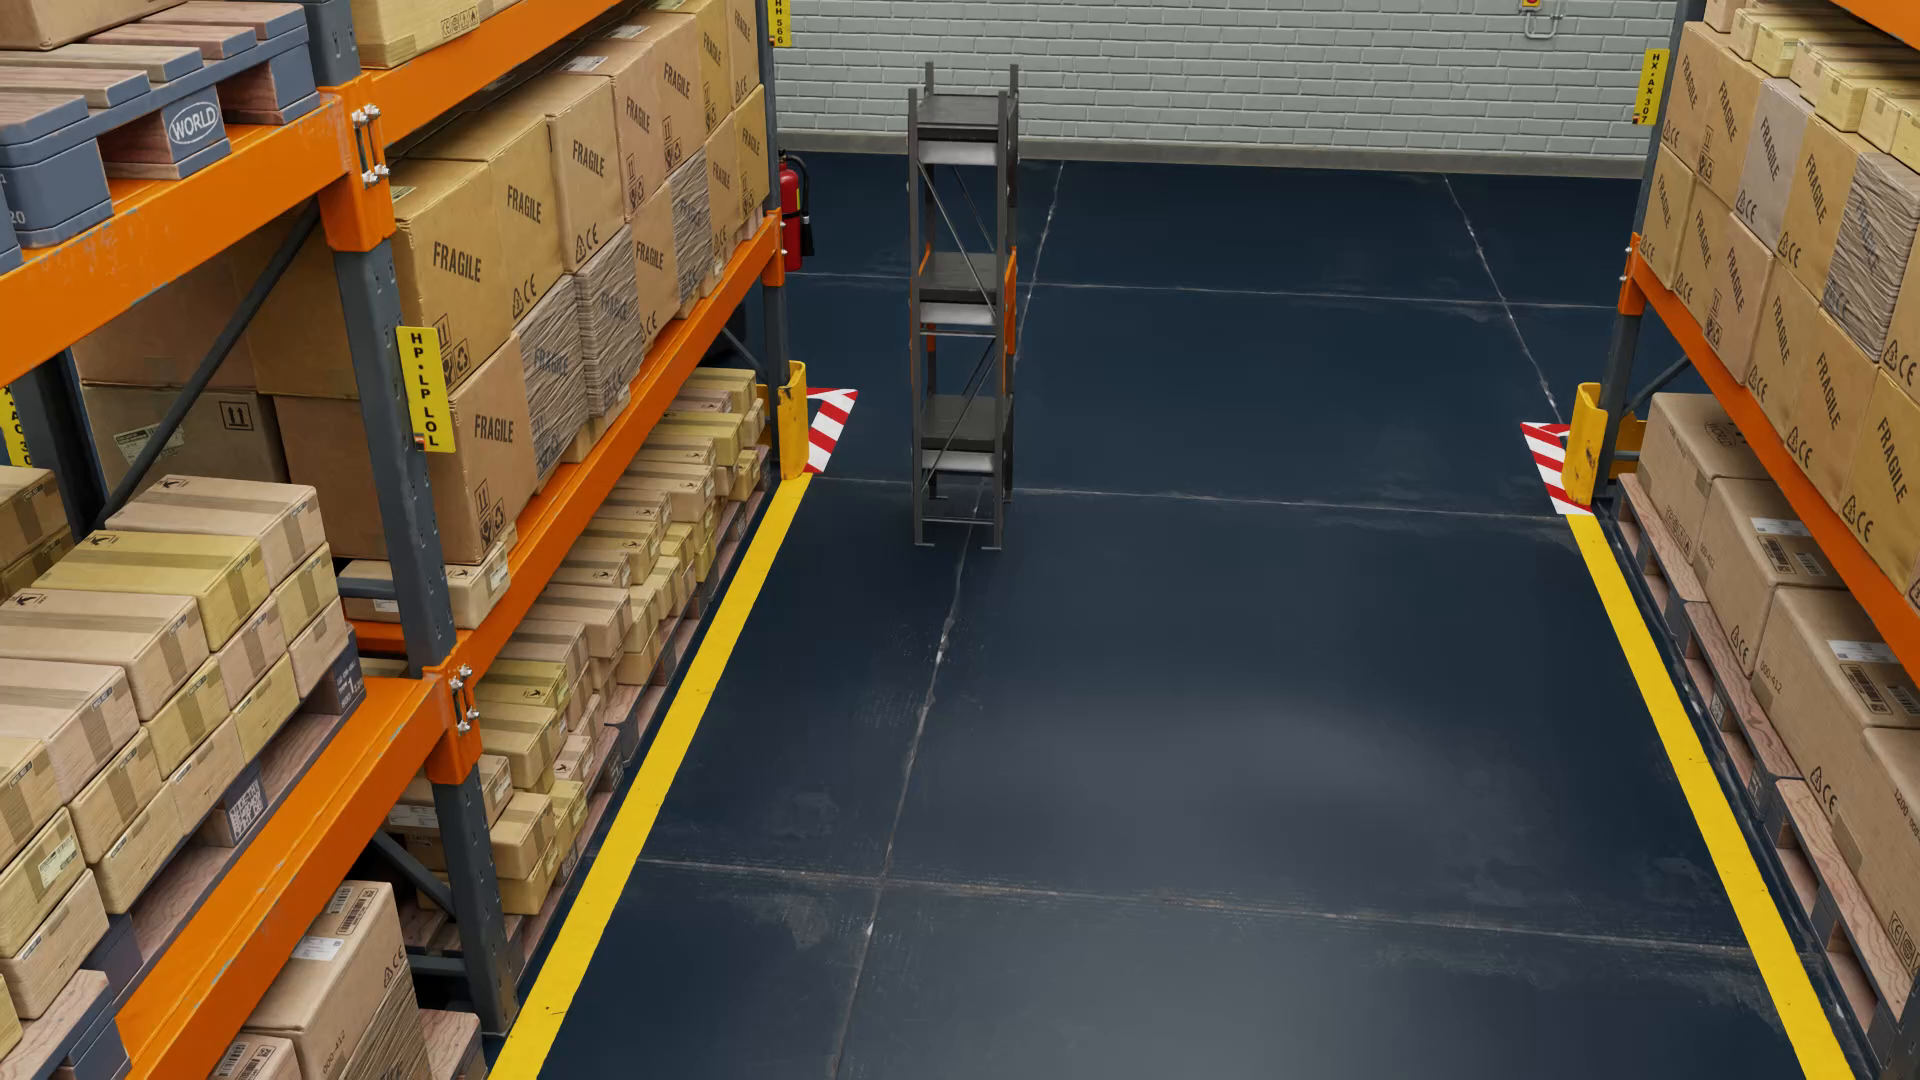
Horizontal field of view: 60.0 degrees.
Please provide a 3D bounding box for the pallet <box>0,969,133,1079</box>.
[{"bbox_3d":[-2.136,1.149,2.656,1.003,0.211,1.213,3,28,6],"label":"pallet"}]

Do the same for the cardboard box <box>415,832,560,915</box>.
[{"bbox_3d":[-1.485,1.034,5.232,0.380,0.149,0.250,2,28,4],"label":"cardboard box"}]

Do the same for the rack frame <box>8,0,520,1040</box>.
[{"bbox_3d":[-1.848,0.116,4.372,1.000,3.000,0.127,3,28,6],"label":"rack frame"}]

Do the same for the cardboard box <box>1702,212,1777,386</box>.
[{"bbox_3d":[3.109,-0.883,6.121,0.500,0.500,0.500,3,28,6],"label":"cardboard box"}]

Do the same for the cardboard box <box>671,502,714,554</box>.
[{"bbox_3d":[-1.252,-0.073,6.973,0.380,0.149,0.250,4,29,7],"label":"cardboard box"}]

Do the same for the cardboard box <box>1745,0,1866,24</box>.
[{"bbox_3d":[3.287,-2.018,6.489,0.380,0.149,0.250,4,29,7],"label":"cardboard box"}]

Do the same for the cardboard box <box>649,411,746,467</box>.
[{"bbox_3d":[-1.165,-0.450,7.359,0.380,0.149,0.250,3,28,5],"label":"cardboard box"}]

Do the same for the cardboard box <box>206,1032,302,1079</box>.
[{"bbox_3d":[-1.765,1.308,3.562,0.500,0.250,0.500,5,29,9],"label":"cardboard box"}]

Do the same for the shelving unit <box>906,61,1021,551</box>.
[{"bbox_3d":[0.020,-1.002,7.397,0.431,2.100,0.503,3,28,6],"label":"shelving unit"}]

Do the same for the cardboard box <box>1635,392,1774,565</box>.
[{"bbox_3d":[3.585,-0.267,7.342,0.875,0.438,0.875,2,28,4],"label":"cardboard box"}]

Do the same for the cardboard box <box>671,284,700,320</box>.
[{"bbox_3d":[-1.271,-1.009,6.724,0.380,0.149,0.250,2,28,4],"label":"cardboard box"}]

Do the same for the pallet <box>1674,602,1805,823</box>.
[{"bbox_3d":[3.395,0.655,6.312,1.003,0.211,1.213,3,28,6],"label":"pallet"}]

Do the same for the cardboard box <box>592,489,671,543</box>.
[{"bbox_3d":[-1.380,-0.085,6.681,0.380,0.149,0.250,2,28,4],"label":"cardboard box"}]

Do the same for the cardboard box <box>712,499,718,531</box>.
[{"bbox_3d":[-1.282,-0.073,7.287,0.380,0.149,0.250,4,29,7],"label":"cardboard box"}]

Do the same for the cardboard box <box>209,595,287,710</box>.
[{"bbox_3d":[-1.732,0.234,3.662,0.380,0.149,0.250,4,29,7],"label":"cardboard box"}]

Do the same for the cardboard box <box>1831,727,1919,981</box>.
[{"bbox_3d":[3.260,1.010,4.971,0.875,0.438,0.875,3,28,5],"label":"cardboard box"}]

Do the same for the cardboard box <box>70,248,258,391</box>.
[{"bbox_3d":[-2.059,-0.736,4.480,0.500,0.500,0.500,2,28,4],"label":"cardboard box"}]

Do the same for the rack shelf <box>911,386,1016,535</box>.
[{"bbox_3d":[0.020,-0.374,7.735,0.431,0.518,0.480,3,28,6],"label":"rack shelf"}]

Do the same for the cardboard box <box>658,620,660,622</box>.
[{"bbox_3d":[-1.410,0.292,6.608,0.380,0.149,0.250,4,29,8],"label":"cardboard box"}]

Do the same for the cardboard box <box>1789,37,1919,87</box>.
[{"bbox_3d":[3.147,-1.651,5.808,0.380,0.149,0.250,4,29,7],"label":"cardboard box"}]

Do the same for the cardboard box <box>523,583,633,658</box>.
[{"bbox_3d":[-1.404,0.287,5.990,0.380,0.149,0.250,4,29,7],"label":"cardboard box"}]

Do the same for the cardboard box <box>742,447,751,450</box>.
[{"bbox_3d":[-1.216,-0.437,7.961,0.380,0.149,0.250,4,29,7],"label":"cardboard box"}]

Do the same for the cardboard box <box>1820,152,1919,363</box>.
[{"bbox_3d":[2.984,-0.845,4.996,0.500,0.500,0.500,4,29,7],"label":"cardboard box"}]

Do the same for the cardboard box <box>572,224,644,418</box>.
[{"bbox_3d":[-1.387,-0.746,5.552,0.500,0.500,0.500,3,28,5],"label":"cardboard box"}]

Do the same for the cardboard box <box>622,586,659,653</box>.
[{"bbox_3d":[-1.363,0.292,6.295,0.380,0.149,0.250,3,28,6],"label":"cardboard box"}]

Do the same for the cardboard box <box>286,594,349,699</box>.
[{"bbox_3d":[-1.700,0.240,3.963,0.380,0.149,0.250,3,28,5],"label":"cardboard box"}]

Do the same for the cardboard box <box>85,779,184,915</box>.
[{"bbox_3d":[-1.795,0.598,3.300,0.380,0.149,0.250,2,28,4],"label":"cardboard box"}]

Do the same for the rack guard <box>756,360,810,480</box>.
[{"bbox_3d":[-1.367,-0.631,8.393,1.175,0.500,0.348,3,28,6],"label":"rack guard"}]

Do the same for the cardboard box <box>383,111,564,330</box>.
[{"bbox_3d":[-1.503,-0.942,4.863,0.500,0.500,0.500,3,28,5],"label":"cardboard box"}]

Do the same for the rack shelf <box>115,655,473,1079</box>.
[{"bbox_3d":[-2.093,1.374,2.795,1.077,0.370,4.000,3,28,6],"label":"rack shelf"}]

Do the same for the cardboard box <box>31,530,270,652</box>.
[{"bbox_3d":[-1.736,0.107,3.584,0.380,0.149,0.250,3,28,5],"label":"cardboard box"}]

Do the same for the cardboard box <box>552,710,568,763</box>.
[{"bbox_3d":[-1.550,0.662,5.608,0.380,0.149,0.250,3,28,6],"label":"cardboard box"}]

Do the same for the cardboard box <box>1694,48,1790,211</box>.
[{"bbox_3d":[3.169,-1.558,6.319,0.500,0.500,0.500,3,28,5],"label":"cardboard box"}]

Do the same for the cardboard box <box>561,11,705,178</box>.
[{"bbox_3d":[-1.284,-1.668,6.211,0.500,0.500,0.500,5,29,9],"label":"cardboard box"}]

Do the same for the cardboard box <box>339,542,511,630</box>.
[{"bbox_3d":[-1.489,0.112,4.644,0.380,0.149,0.250,4,29,8],"label":"cardboard box"}]

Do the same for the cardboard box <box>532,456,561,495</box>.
[{"bbox_3d":[-1.511,-0.270,5.353,0.380,0.149,0.250,2,28,4],"label":"cardboard box"}]

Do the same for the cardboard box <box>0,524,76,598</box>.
[{"bbox_3d":[-2.353,0.070,3.967,0.380,0.149,0.250,4,29,7],"label":"cardboard box"}]

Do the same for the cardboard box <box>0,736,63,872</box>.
[{"bbox_3d":[-1.835,0.467,2.915,0.380,0.149,0.250,2,28,5],"label":"cardboard box"}]

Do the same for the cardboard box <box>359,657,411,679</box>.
[{"bbox_3d":[-2.048,0.502,5.592,0.380,0.149,0.250,3,28,6],"label":"cardboard box"}]

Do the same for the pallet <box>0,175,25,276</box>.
[{"bbox_3d":[-2.154,-0.349,2.270,1.213,0.211,1.003,3,28,6],"label":"pallet"}]

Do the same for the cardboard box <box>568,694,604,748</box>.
[{"bbox_3d":[-1.492,0.666,5.914,0.380,0.149,0.250,3,28,5],"label":"cardboard box"}]

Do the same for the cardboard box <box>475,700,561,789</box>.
[{"bbox_3d":[-1.508,0.648,5.320,0.380,0.149,0.250,5,29,9],"label":"cardboard box"}]

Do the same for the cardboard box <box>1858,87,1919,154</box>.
[{"bbox_3d":[3.033,-1.292,5.141,0.380,0.149,0.250,3,28,6],"label":"cardboard box"}]

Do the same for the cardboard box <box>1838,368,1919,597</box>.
[{"bbox_3d":[2.938,-0.163,4.785,0.500,0.500,0.500,3,28,5],"label":"cardboard box"}]

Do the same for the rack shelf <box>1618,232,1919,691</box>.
[{"bbox_3d":[3.322,-0.268,5.844,1.077,0.370,4.000,3,28,6],"label":"rack shelf"}]

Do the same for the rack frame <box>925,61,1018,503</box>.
[{"bbox_3d":[0.050,-1.117,7.610,0.400,2.100,0.015,3,28,6],"label":"rack frame"}]

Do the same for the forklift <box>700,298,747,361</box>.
[{"bbox_3d":[-2.772,-2.621,9.525,3.031,2.935,1.130,17,33,29],"label":"forklift"}]

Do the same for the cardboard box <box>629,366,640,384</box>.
[{"bbox_3d":[-1.389,-0.639,6.039,0.380,0.149,0.250,4,29,8],"label":"cardboard box"}]

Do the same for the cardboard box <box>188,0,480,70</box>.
[{"bbox_3d":[-1.530,-1.341,4.072,0.500,0.250,0.500,5,29,9],"label":"cardboard box"}]

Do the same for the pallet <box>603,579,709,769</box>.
[{"bbox_3d":[-1.654,0.450,6.693,1.003,0.211,1.213,3,28,6],"label":"pallet"}]

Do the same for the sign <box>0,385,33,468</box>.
[{"bbox_3d":[-2.388,-0.293,4.218,0.100,0.325,0.005,3,28,6],"label":"sign"}]

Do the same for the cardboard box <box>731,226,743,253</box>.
[{"bbox_3d":[-1.185,-1.371,7.398,0.380,0.149,0.250,3,28,6],"label":"cardboard box"}]

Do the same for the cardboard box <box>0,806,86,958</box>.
[{"bbox_3d":[-1.828,0.602,2.979,0.380,0.149,0.250,2,28,4],"label":"cardboard box"}]

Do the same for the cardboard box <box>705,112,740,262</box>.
[{"bbox_3d":[-1.226,-1.473,6.903,0.500,0.500,0.500,3,28,5],"label":"cardboard box"}]
